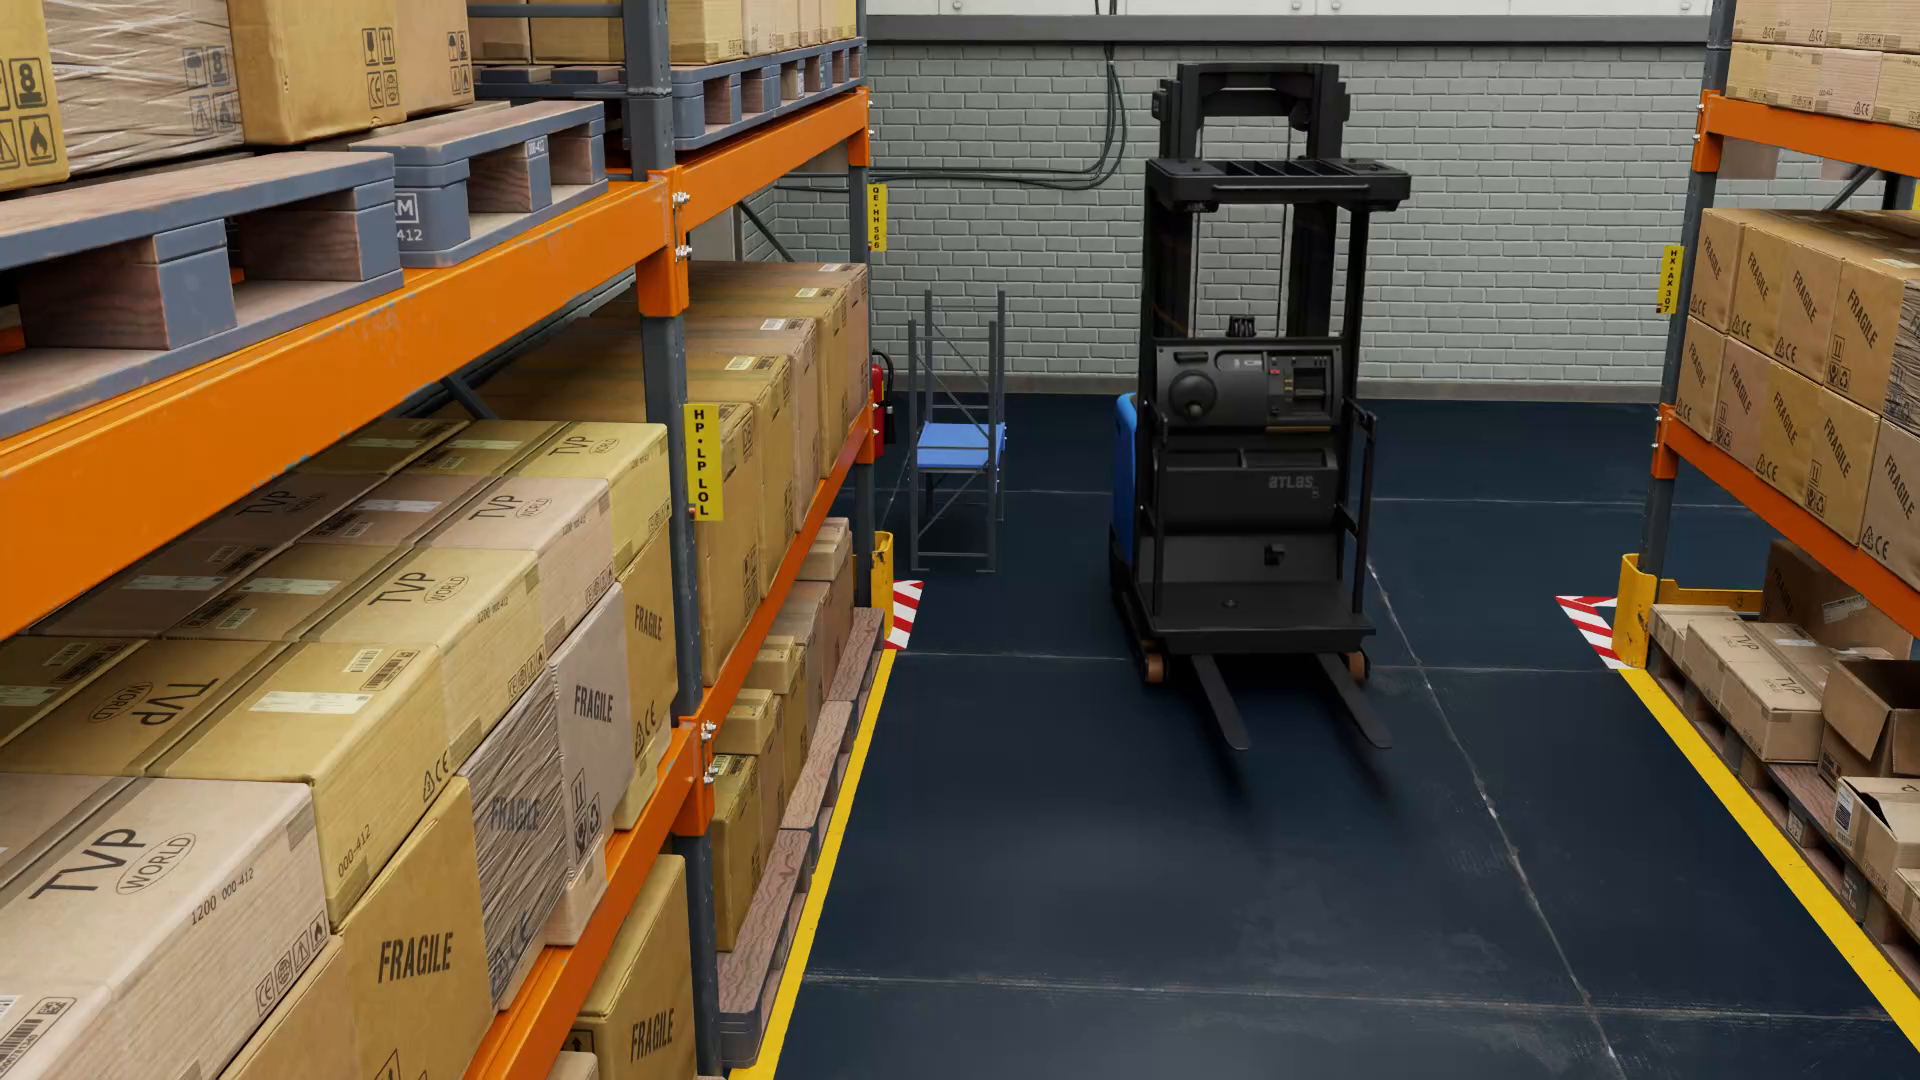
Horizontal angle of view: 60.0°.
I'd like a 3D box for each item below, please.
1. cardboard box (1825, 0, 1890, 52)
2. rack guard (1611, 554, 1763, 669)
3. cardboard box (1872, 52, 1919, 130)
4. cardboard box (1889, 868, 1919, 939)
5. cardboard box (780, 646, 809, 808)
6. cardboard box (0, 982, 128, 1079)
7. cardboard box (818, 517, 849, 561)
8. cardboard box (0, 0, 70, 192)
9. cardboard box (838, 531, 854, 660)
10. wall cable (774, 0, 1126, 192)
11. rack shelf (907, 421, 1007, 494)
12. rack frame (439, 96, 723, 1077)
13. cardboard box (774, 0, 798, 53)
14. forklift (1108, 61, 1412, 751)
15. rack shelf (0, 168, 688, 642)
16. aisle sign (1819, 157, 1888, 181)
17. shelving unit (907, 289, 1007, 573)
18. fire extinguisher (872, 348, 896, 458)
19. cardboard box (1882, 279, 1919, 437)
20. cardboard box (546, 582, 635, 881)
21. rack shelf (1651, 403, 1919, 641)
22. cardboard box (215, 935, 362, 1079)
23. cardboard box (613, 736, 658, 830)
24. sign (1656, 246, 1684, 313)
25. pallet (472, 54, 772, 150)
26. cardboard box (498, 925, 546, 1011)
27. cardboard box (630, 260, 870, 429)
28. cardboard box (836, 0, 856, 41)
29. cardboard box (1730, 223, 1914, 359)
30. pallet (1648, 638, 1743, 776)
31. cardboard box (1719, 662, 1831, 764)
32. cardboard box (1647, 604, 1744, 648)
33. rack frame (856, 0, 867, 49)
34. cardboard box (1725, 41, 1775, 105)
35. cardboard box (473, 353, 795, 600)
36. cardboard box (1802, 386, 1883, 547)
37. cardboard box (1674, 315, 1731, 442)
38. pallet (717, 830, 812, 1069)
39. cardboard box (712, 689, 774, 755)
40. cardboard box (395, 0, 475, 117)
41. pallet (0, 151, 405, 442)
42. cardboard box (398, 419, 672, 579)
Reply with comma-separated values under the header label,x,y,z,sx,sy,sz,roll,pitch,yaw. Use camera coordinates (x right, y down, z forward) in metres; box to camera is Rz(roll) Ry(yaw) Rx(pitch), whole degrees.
label,x,y,z,sx,sy,sz,roll,pitch,yaw
cardboard box,3.619,-1.965,6.224,0.500,0.250,0.500,1,18,4
rack guard,3.982,0.374,8.479,1.175,0.500,0.348,1,18,4
cardboard box,3.585,-1.572,5.828,0.500,0.250,0.500,1,18,4
cardboard box,3.426,1.249,5.665,0.380,0.149,0.250,1,18,4
cardboard box,-1.006,0.738,6.693,0.700,0.500,0.500,2,18,5
cardboard box,-1.200,0.681,1.654,0.500,0.250,0.500,1,18,3
cardboard box,-0.731,-0.003,7.915,0.380,0.149,0.250,1,18,3
cardboard box,-1.511,-0.634,1.855,0.700,0.500,0.500,2,18,7
cardboard box,-0.904,0.261,8.150,0.700,0.500,0.500,1,18,4
wall cable,-0.192,-4.071,13.382,3.097,2.526,0.112,1,18,4
rack shelf,-0.006,-0.515,10.165,0.538,0.185,1.000,1,18,4
rack frame,-1.240,0.295,4.705,1.000,3.000,0.127,1,18,4
cardboard box,-0.848,-1.832,5.786,0.500,0.250,0.500,1,18,2
forklift,1.447,-0.772,8.071,1.130,2.935,3.031,-1,18,-2
rack shelf,-1.384,-0.167,2.454,1.077,0.370,4.000,1,18,4
aisle sign,4.298,-2.087,7.801,0.394,0.787,0.004,1,18,4
shelving unit,-0.006,-0.686,10.109,0.538,1.500,1.048,1,18,4
fire extinguisher,-0.482,-0.770,8.678,0.296,0.674,0.183,1,18,4
cardboard box,3.549,-0.597,5.660,0.500,0.500,0.500,1,18,4
cardboard box,-1.049,0.404,3.701,0.500,0.500,0.500,1,18,4
rack shelf,3.844,0.125,6.379,1.077,0.370,4.000,1,18,4
cardboard box,-1.154,0.877,2.257,0.500,0.500,0.500,1,18,4
cardboard box,-0.977,0.595,4.160,0.380,0.149,0.250,2,18,5
sign,3.446,-1.261,8.064,0.100,0.325,0.005,1,18,4
pallet,-1.171,-1.342,5.026,1.003,0.211,1.213,1,18,4
cardboard box,-1.084,0.833,3.436,0.380,0.149,0.250,1,18,4
cardboard box,-0.980,-0.931,7.965,0.980,0.700,0.700,2,18,6
cardboard box,-0.741,-2.315,7.259,0.500,0.250,0.500,2,18,6
cardboard box,3.663,-1.066,7.092,0.500,0.500,0.500,1,18,4
pallet,3.926,0.759,7.769,1.003,0.211,1.213,1,18,4
cardboard box,3.594,0.733,7.078,0.500,0.250,0.500,1,18,4
cardboard box,3.615,0.430,8.164,0.380,0.149,0.250,1,18,4
rack frame,-0.954,-3.798,7.562,1.000,3.000,0.127,1,18,4
cardboard box,3.697,-2.038,7.249,0.500,0.250,0.500,1,18,4
cardboard box,-1.127,-0.242,5.863,0.980,0.700,0.700,1,18,3
cardboard box,3.585,-0.282,6.305,0.500,0.500,0.500,2,18,5
cardboard box,3.693,-0.753,7.744,0.500,0.500,0.500,2,18,5
pallet,-1.108,1.386,5.854,1.003,0.211,1.213,1,18,4
cardboard box,-0.878,0.643,5.942,0.380,0.149,0.250,2,18,6
cardboard box,-1.413,-1.116,3.327,0.700,0.500,0.500,0,18,1
pallet,-1.457,-0.347,2.150,1.003,0.211,1.213,2,18,6
cardboard box,-1.019,-0.109,4.063,0.500,0.250,0.500,2,18,5
